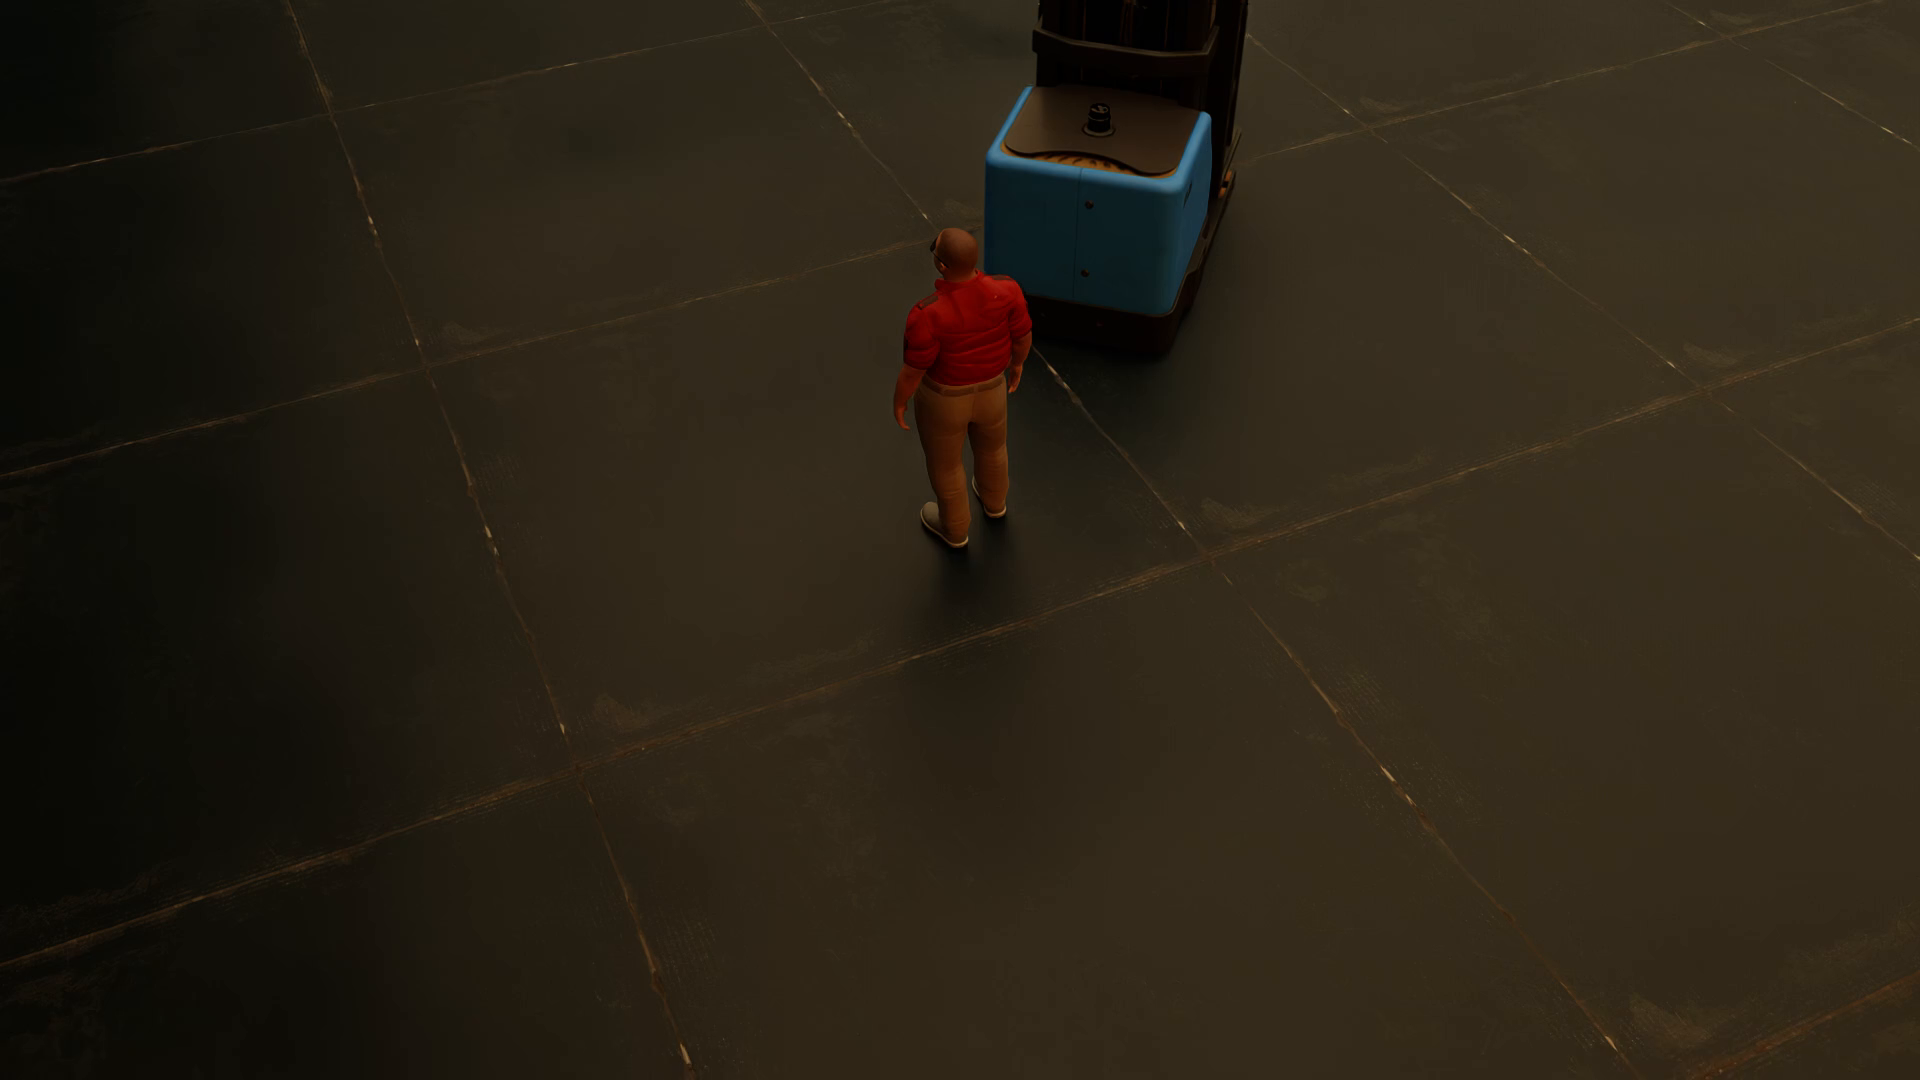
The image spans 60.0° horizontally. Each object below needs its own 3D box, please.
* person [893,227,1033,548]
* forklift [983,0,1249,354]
[{"bbox_3d":[-0.027,-0.696,7.297,0.640,1.727,0.551,-18,46,-18],"label":"person"},{"bbox_3d":[1.032,-3.075,8.975,1.130,2.935,3.031,12,44,12],"label":"forklift"}]
